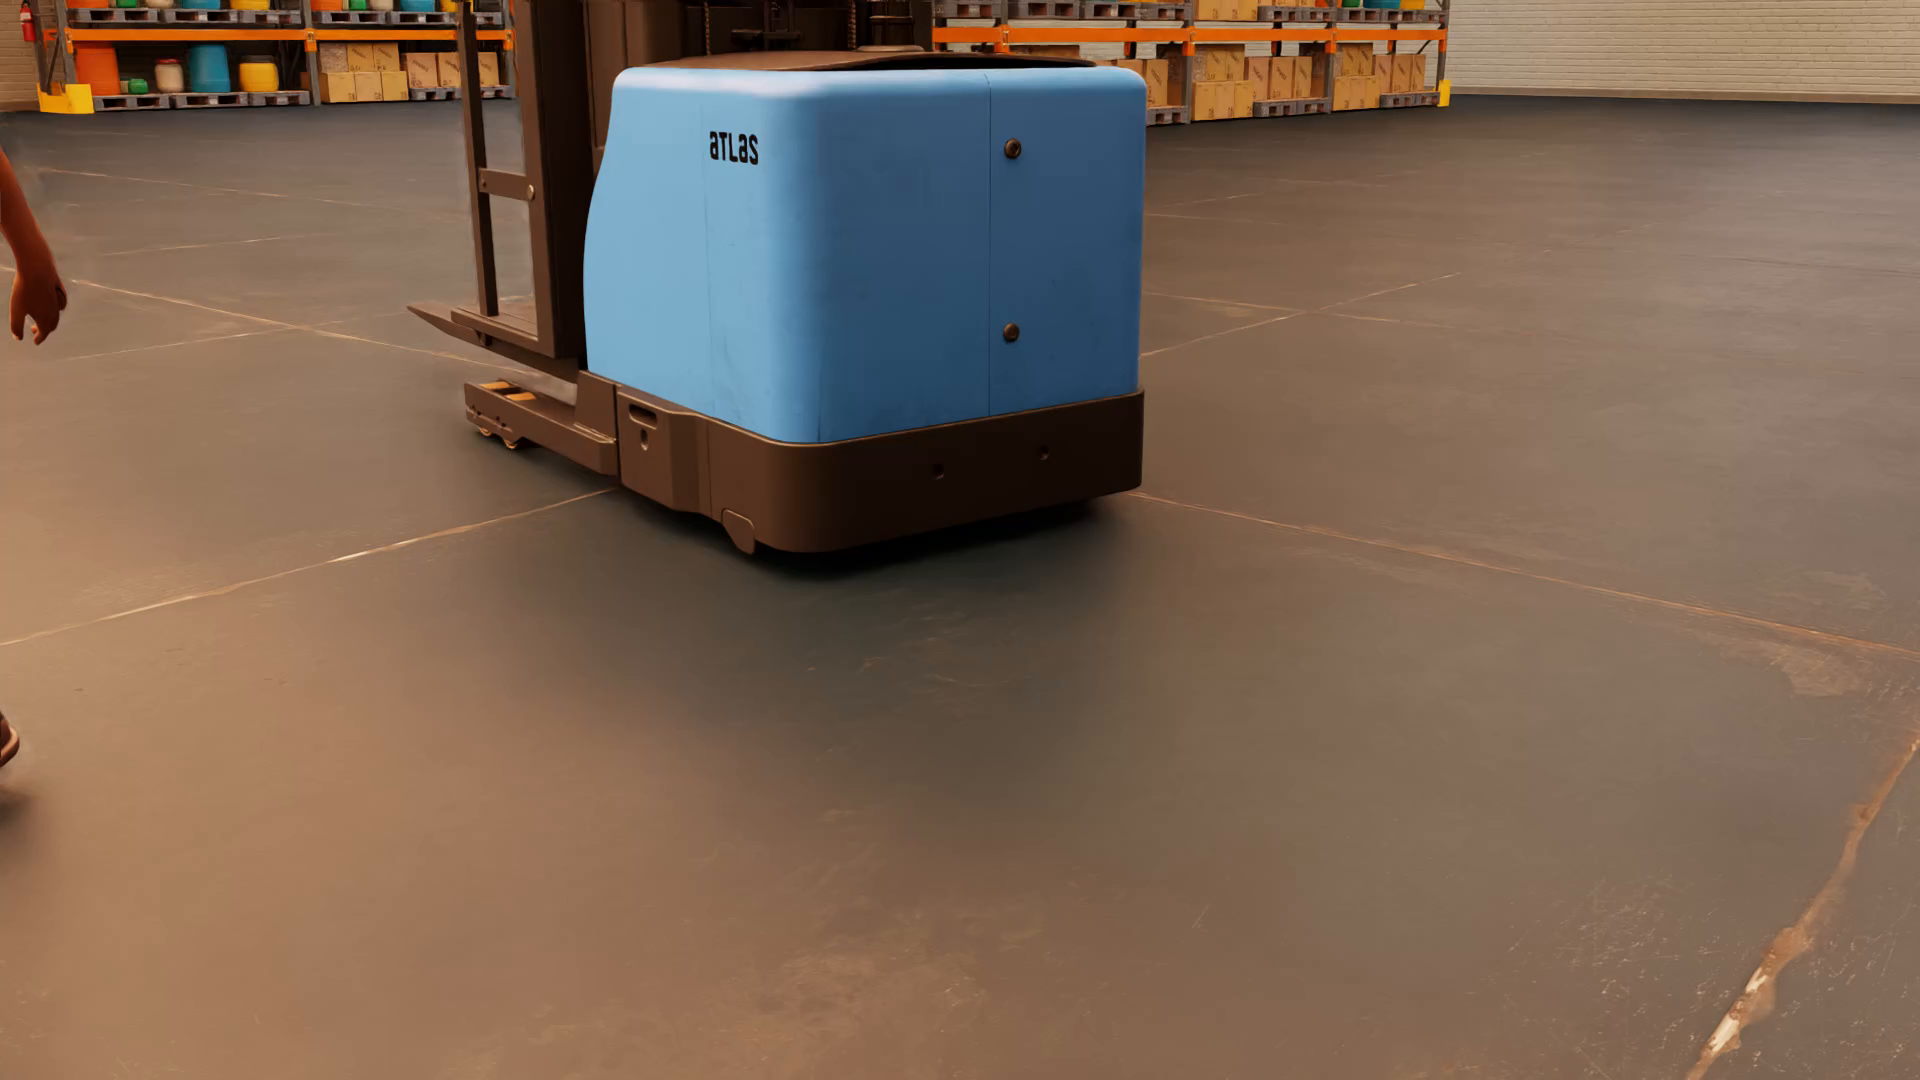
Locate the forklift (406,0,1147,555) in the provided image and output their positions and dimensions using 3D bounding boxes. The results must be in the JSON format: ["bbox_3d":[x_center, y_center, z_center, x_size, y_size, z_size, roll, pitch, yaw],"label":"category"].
[{"bbox_3d":[-0.820,-1.737,4.619,1.130,2.935,3.031,-12,21,-34],"label":"forklift"}]

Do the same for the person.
[{"bbox_3d":[-1.618,-0.238,2.090,0.470,1.596,0.890,6,18,18],"label":"person"}]
